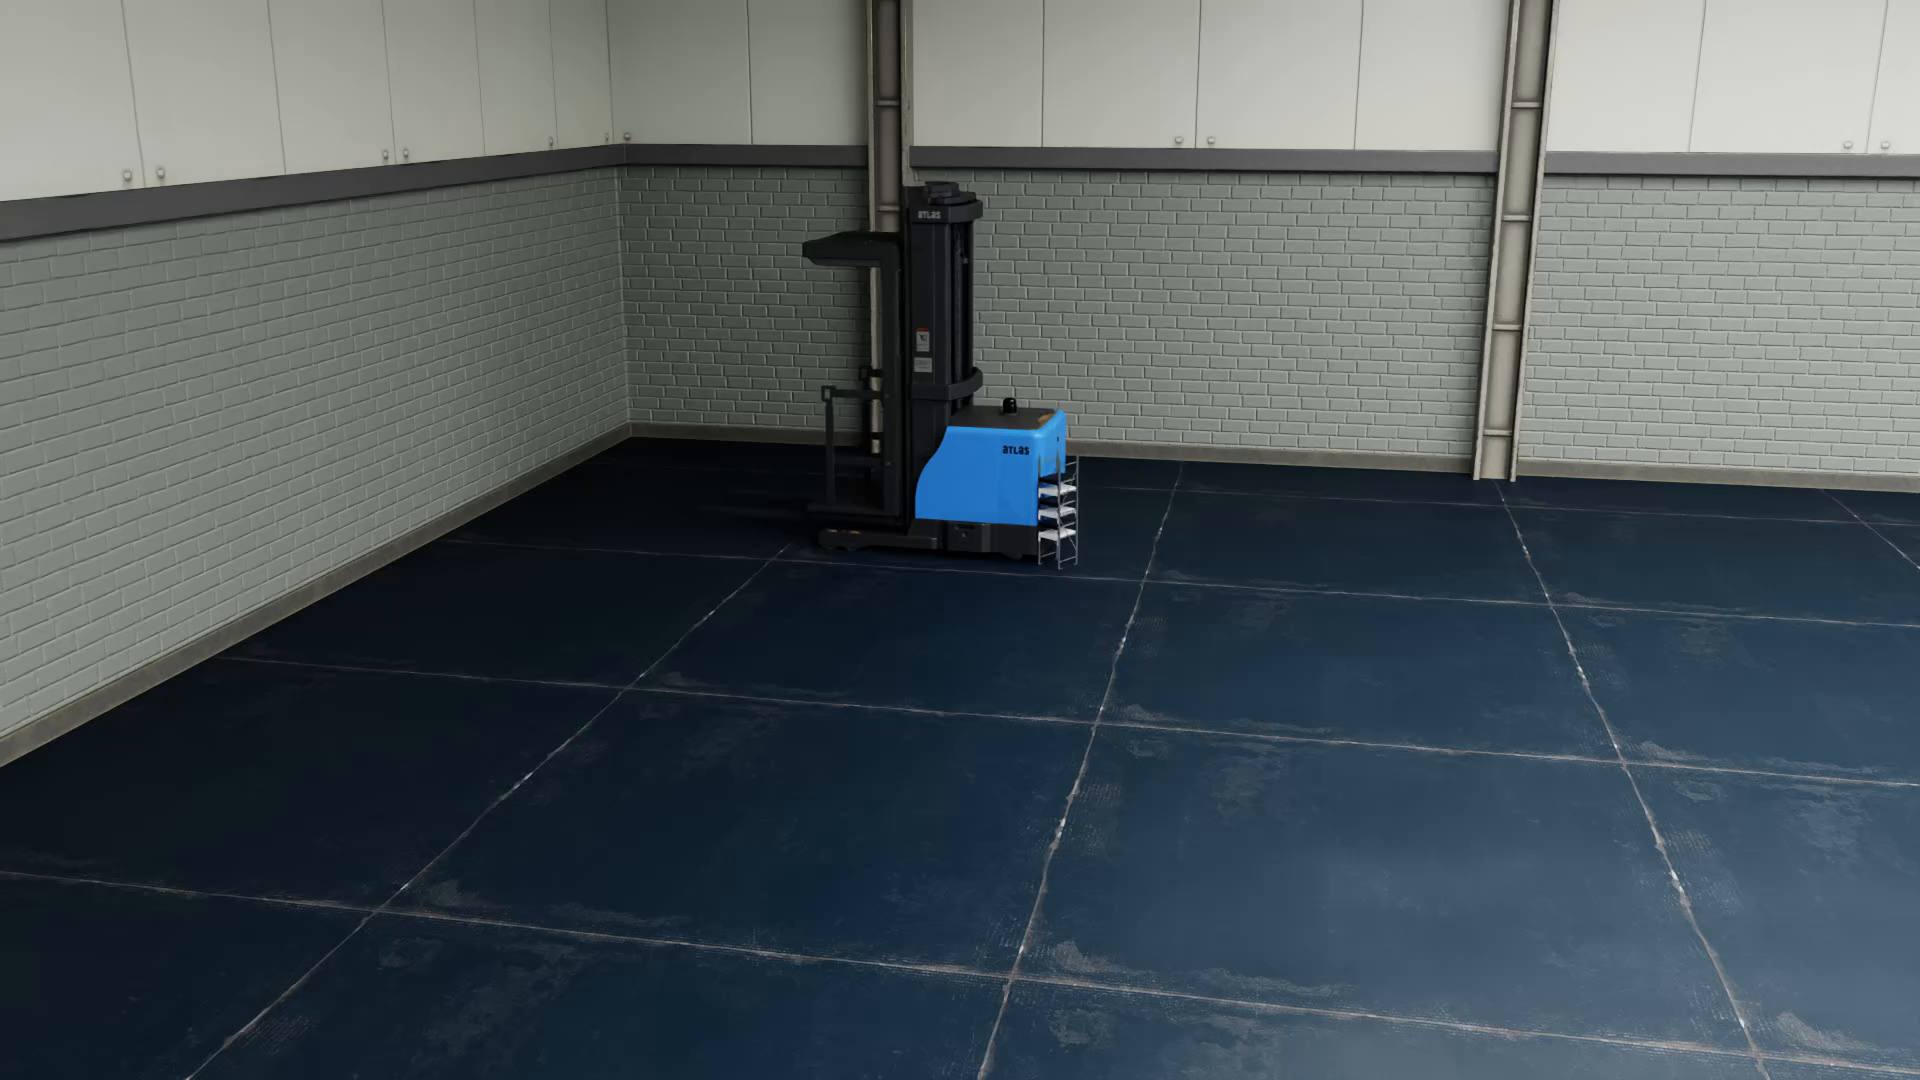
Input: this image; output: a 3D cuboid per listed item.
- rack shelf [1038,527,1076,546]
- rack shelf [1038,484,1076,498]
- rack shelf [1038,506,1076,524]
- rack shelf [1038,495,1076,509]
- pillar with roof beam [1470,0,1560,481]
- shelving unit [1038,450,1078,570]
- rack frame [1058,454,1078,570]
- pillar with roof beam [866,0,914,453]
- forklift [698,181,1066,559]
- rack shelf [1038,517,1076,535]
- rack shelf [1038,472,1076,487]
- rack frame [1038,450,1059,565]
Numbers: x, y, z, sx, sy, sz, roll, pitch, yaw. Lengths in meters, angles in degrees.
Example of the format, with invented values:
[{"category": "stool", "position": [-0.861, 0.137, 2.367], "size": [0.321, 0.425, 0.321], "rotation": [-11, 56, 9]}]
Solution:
[{"category": "rack shelf", "position": [0.779, -0.034, 13.219], "size": [0.200, 0.077, 0.258], "rotation": [14, 22, 41]}, {"category": "rack shelf", "position": [0.775, -0.380, 13.119], "size": [0.200, 0.077, 0.258], "rotation": [14, 22, 41]}, {"category": "rack shelf", "position": [0.777, -0.207, 13.169], "size": [0.200, 0.077, 0.258], "rotation": [14, 22, 41]}, {"category": "rack shelf", "position": [0.776, -0.293, 13.144], "size": [0.200, 0.077, 0.258], "rotation": [14, 22, 41]}, {"category": "pillar with roof beam", "position": [4.336, -3.826, 10.946], "size": [0.400, 9.000, 9.100], "rotation": [3, 16, 11]}, {"category": "shelving unit", "position": [0.777, -0.239, 13.160], "size": [0.210, 0.900, 0.258], "rotation": [14, 22, 41]}, {"category": "rack frame", "position": [0.851, -0.220, 13.093], "size": [0.006, 0.900, 0.240], "rotation": [14, 22, 41]}, {"category": "pillar with roof beam", "position": [-1.544, -4.145, 12.098], "size": [0.400, 9.000, 9.100], "rotation": [3, 16, 11]}, {"category": "forklift", "position": [-0.675, -1.452, 13.743], "size": [3.031, 2.935, 1.130], "rotation": [4, 16, 14]}, {"category": "rack shelf", "position": [0.778, -0.120, 13.194], "size": [0.200, 0.077, 0.258], "rotation": [14, 22, 41]}, {"category": "rack shelf", "position": [0.774, -0.466, 13.094], "size": [0.200, 0.077, 0.258], "rotation": [14, 22, 41]}, {"category": "rack frame", "position": [0.702, -0.257, 13.227], "size": [0.006, 0.900, 0.240], "rotation": [14, 22, 41]}]
